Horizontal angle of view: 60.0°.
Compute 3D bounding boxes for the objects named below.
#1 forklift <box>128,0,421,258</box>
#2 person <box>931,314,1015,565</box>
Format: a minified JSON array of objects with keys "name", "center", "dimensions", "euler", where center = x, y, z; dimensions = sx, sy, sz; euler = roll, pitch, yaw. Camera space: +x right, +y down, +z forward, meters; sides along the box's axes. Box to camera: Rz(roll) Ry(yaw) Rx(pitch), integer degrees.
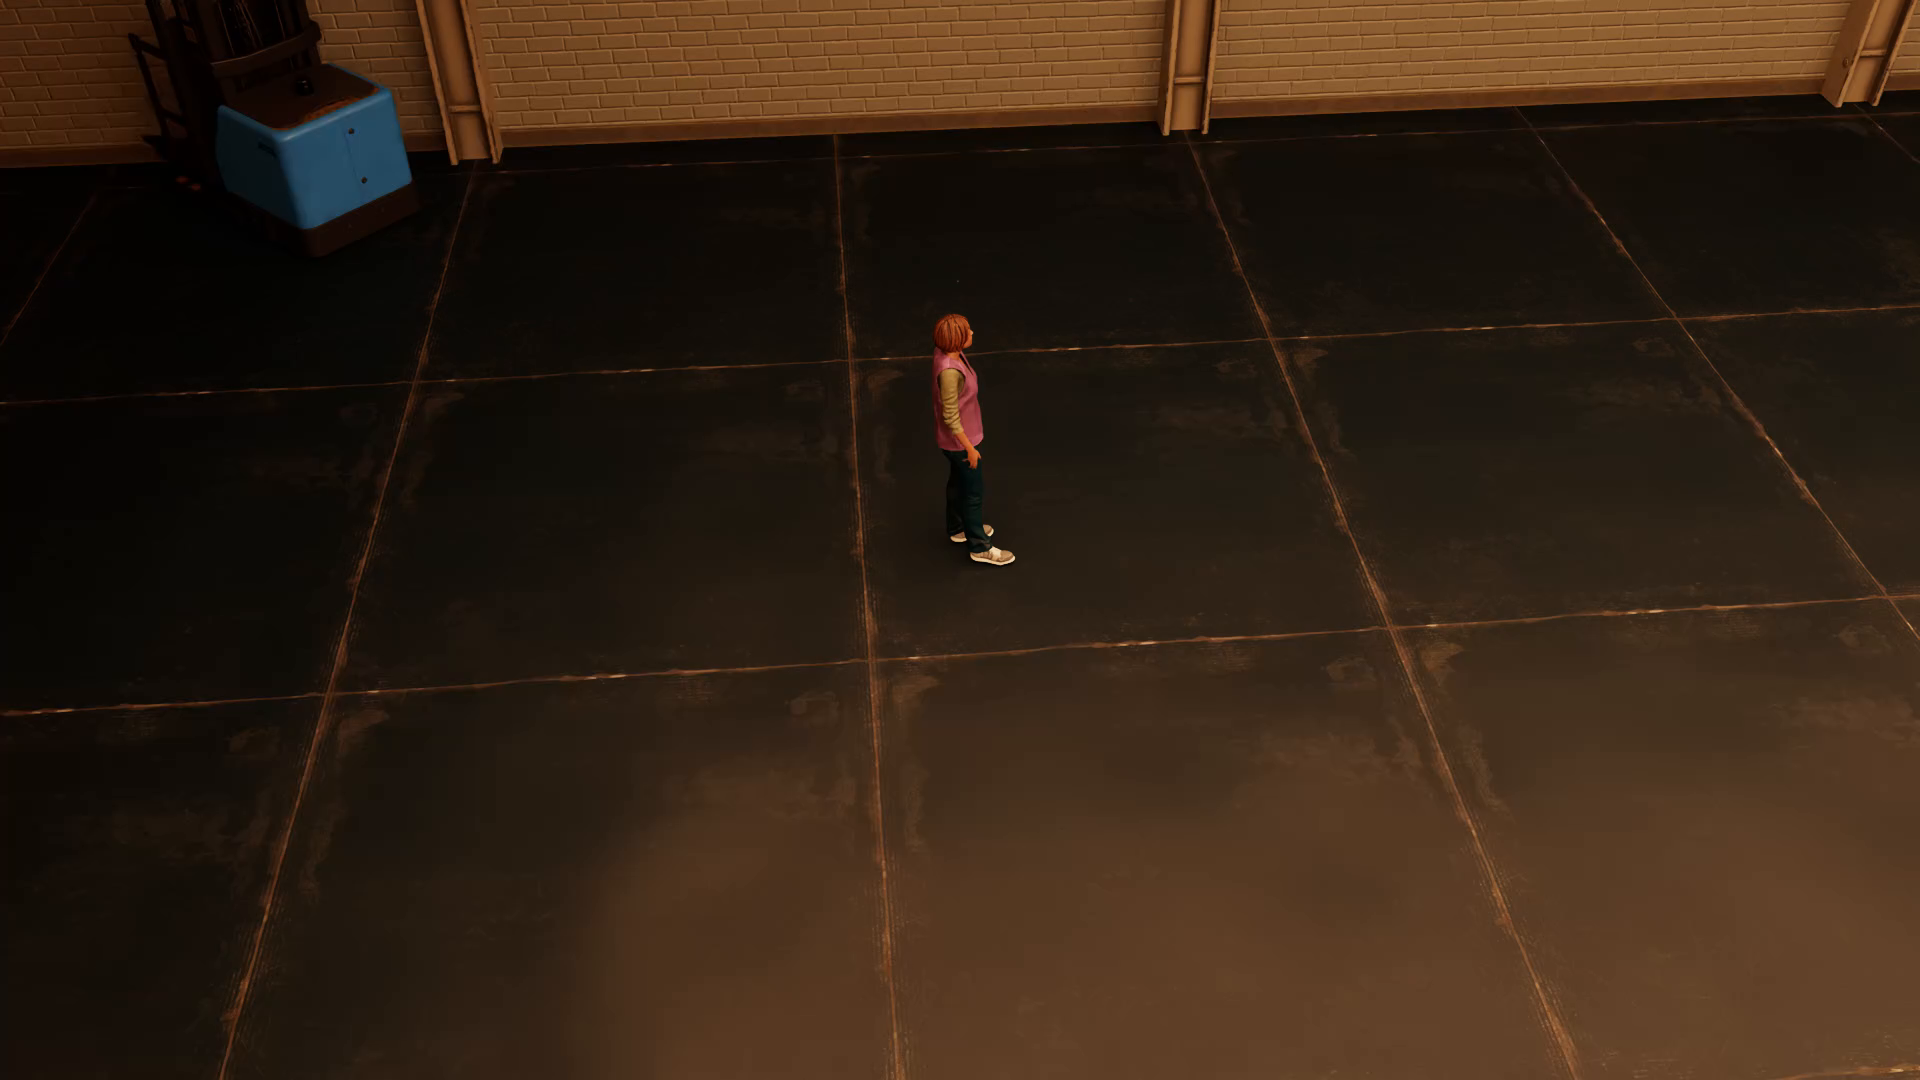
[{"name":"forklift","center":[-5.733,-4.043,12.665],"dimensions":[3.031,2.935,1.130],"euler":[27,48,28]},{"name":"person","center":[0.074,-0.607,9.663],"dimensions":[0.476,1.597,0.520],"euler":[-3,41,-4]}]
